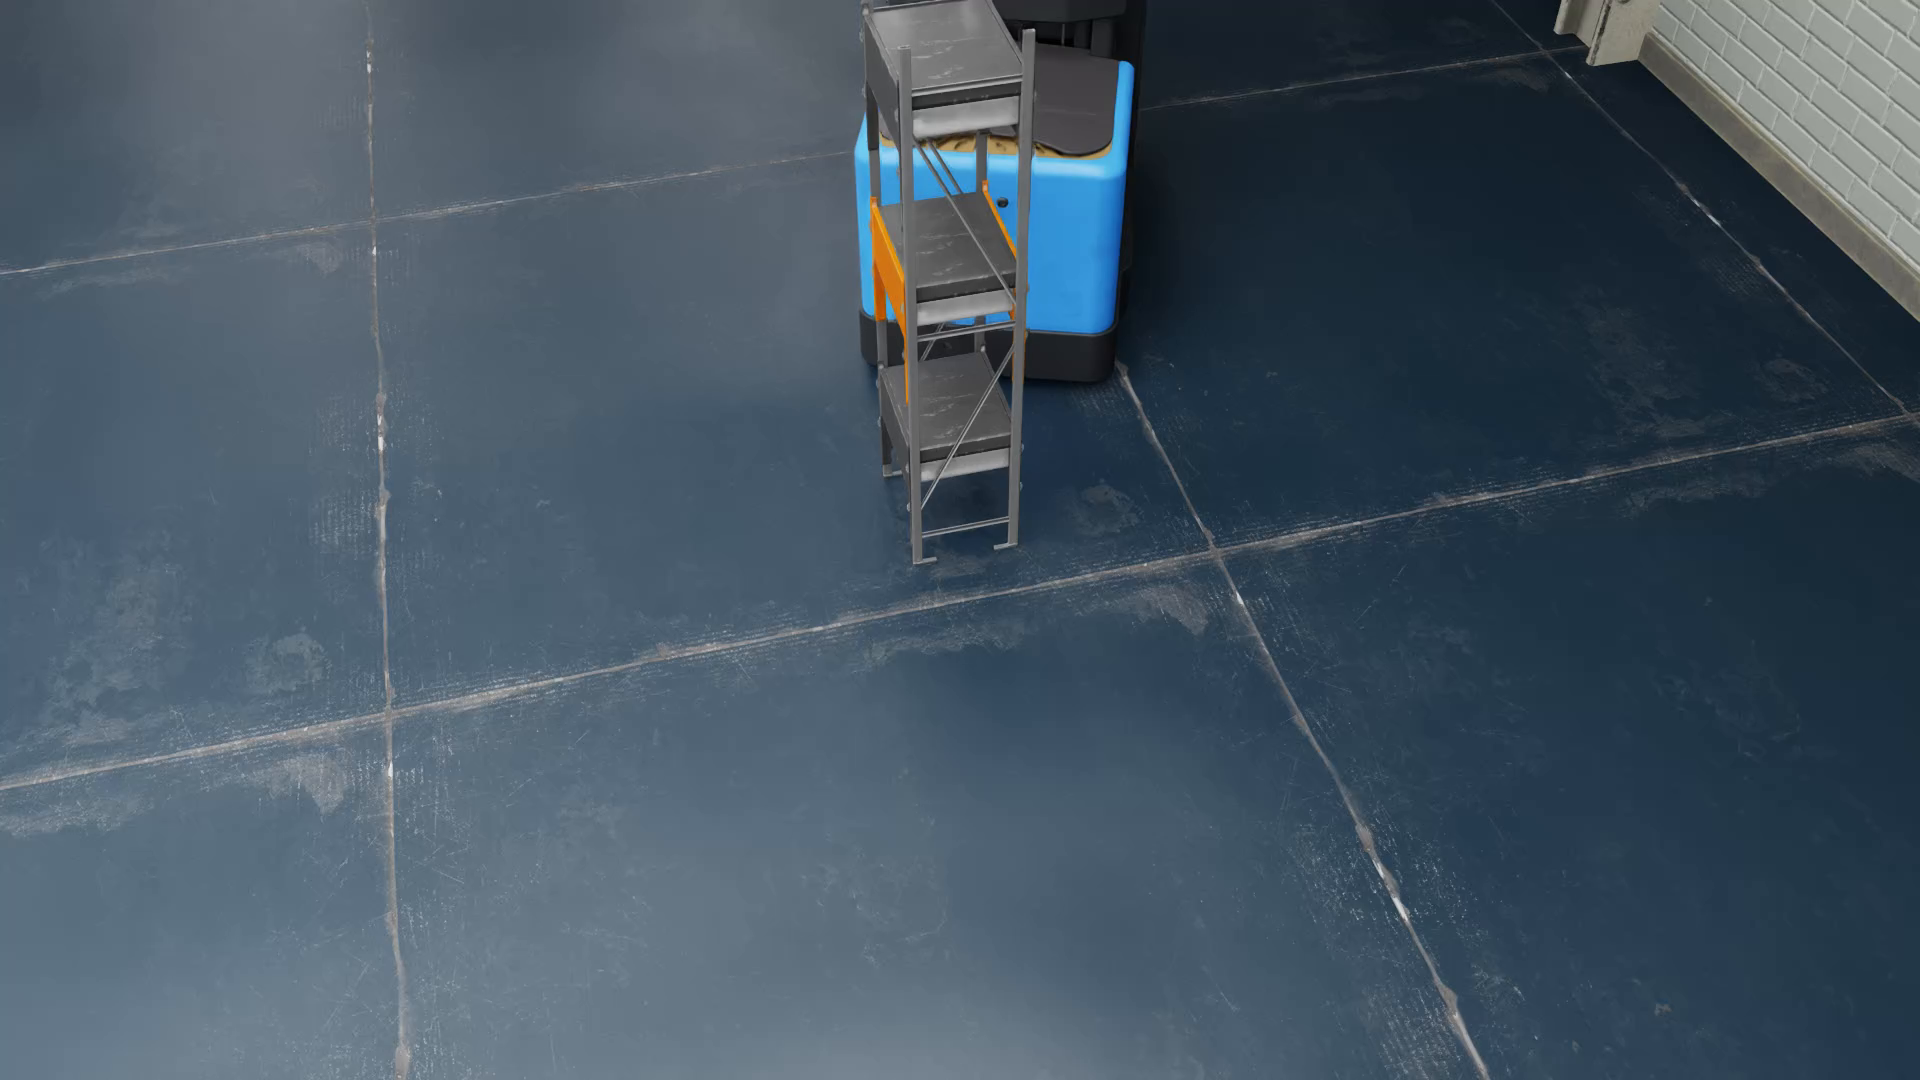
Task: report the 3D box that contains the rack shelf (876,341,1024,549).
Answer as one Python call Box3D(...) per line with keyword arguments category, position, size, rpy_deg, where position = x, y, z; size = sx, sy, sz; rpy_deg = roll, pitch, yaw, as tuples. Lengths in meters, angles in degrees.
Box3D(category="rack shelf", position=(-0.042, -0.350, 6.122), size=(0.431, 0.518, 0.480), rpy_deg=(-11, 47, -10))

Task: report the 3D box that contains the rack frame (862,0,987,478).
Box3D(category="rack frame", position=(-0.105, -1.018, 5.777), size=(0.400, 2.100, 0.015), rpy_deg=(-11, 47, -10))

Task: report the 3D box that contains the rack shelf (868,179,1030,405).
Box3D(category="rack shelf", position=(-0.042, -0.840, 5.622), size=(0.431, 0.518, 0.480), rpy_deg=(-11, 47, -10))

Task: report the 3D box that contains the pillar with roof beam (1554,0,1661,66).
Box3D(category="pillar with roof beam", position=(-0.774, -4.999, 4.848), size=(9.100, 9.000, 0.400), rpy_deg=(-11, 47, -10))

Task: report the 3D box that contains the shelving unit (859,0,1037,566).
Box3D(category="shelving unit", position=(-0.042, -0.849, 5.612), size=(0.431, 2.100, 0.503), rpy_deg=(-11, 47, -10))

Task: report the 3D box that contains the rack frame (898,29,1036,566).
Box3D(category="rack frame", position=(0.020, -0.681, 5.447), size=(0.400, 2.100, 0.015), rpy_deg=(-11, 47, -10))

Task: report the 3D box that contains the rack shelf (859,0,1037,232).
Box3D(category="rack shelf", position=(-0.042, -1.330, 5.122), size=(0.431, 0.518, 0.480), rpy_deg=(-11, 47, -10))

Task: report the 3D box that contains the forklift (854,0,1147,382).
Box3D(category="forklift", position=(0.271, -2.727, 6.870), size=(1.130, 2.935, 3.031), rpy_deg=(5, 46, 5))
